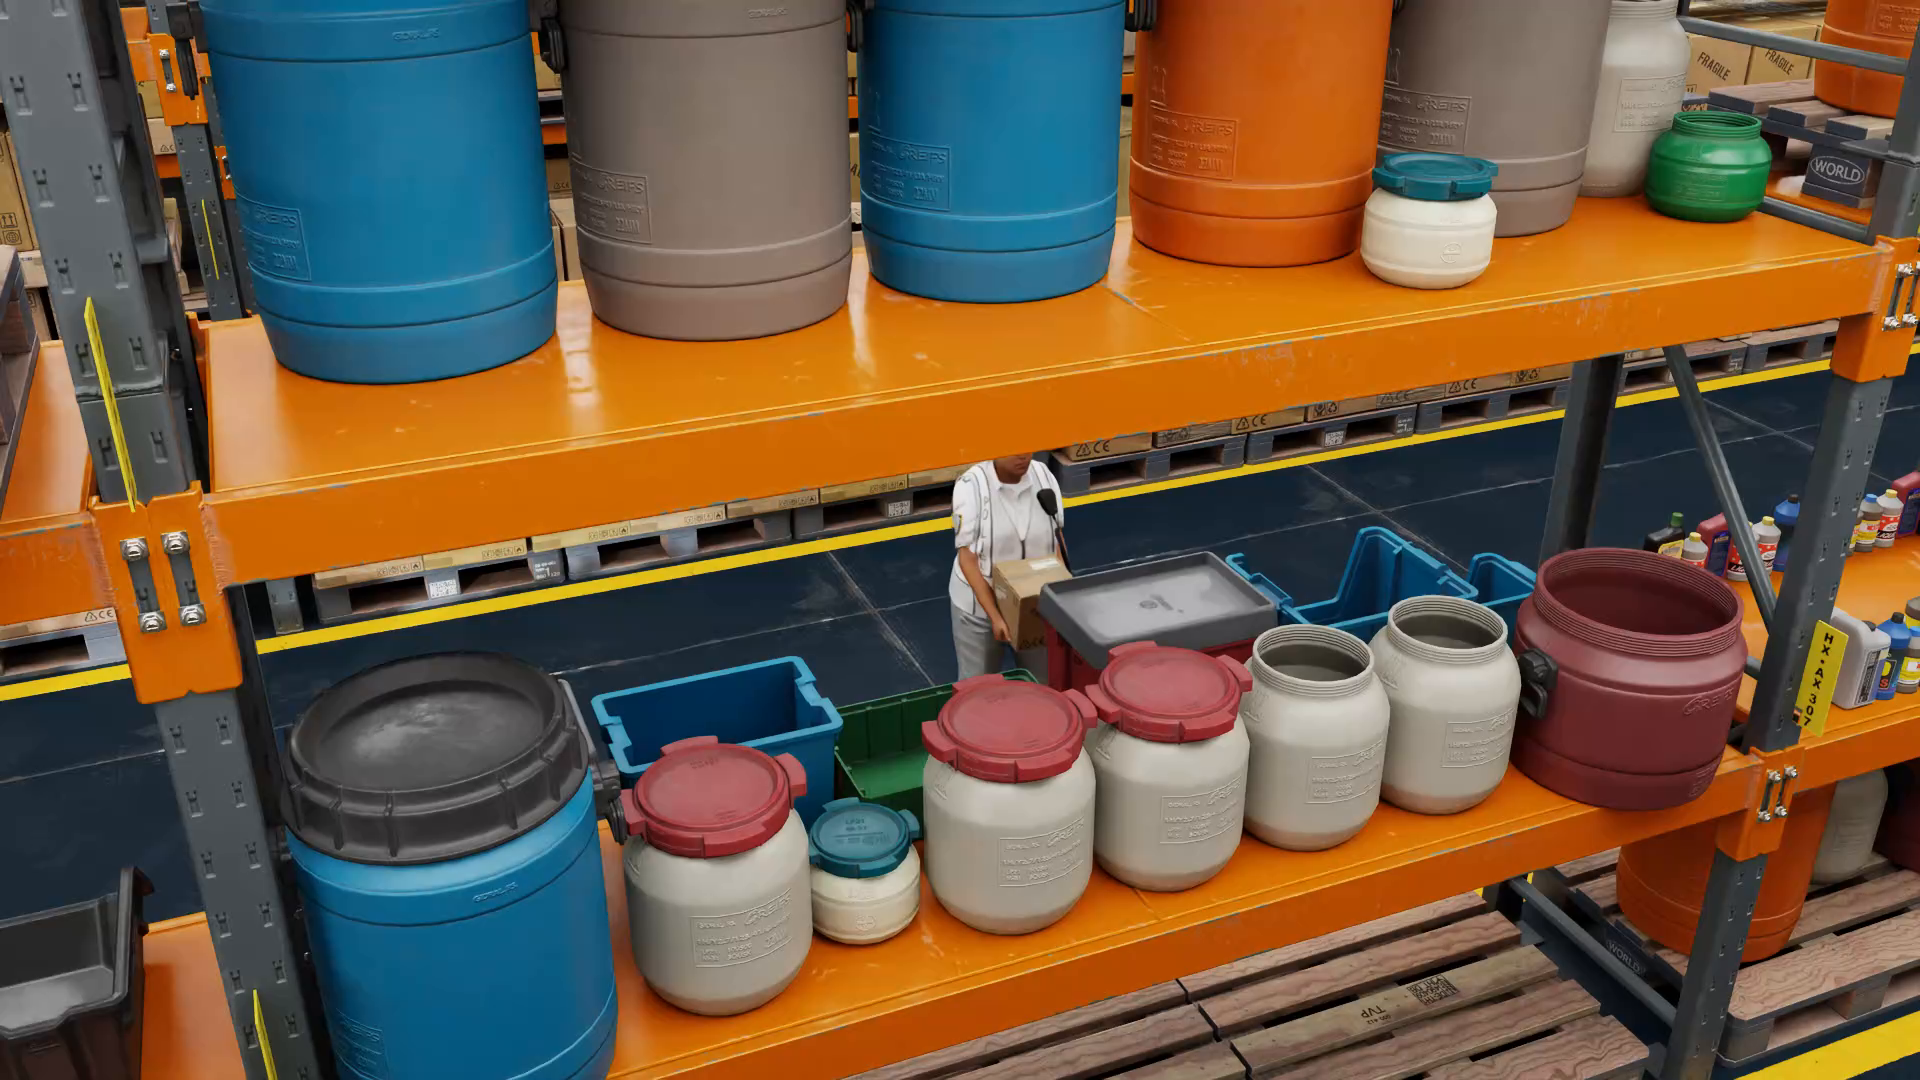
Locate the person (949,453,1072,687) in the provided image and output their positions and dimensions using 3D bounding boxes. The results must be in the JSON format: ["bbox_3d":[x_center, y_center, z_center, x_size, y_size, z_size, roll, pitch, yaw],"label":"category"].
[{"bbox_3d":[0.214,0.295,6.520,0.453,1.662,0.537,-10,28,-20],"label":"person"}]
